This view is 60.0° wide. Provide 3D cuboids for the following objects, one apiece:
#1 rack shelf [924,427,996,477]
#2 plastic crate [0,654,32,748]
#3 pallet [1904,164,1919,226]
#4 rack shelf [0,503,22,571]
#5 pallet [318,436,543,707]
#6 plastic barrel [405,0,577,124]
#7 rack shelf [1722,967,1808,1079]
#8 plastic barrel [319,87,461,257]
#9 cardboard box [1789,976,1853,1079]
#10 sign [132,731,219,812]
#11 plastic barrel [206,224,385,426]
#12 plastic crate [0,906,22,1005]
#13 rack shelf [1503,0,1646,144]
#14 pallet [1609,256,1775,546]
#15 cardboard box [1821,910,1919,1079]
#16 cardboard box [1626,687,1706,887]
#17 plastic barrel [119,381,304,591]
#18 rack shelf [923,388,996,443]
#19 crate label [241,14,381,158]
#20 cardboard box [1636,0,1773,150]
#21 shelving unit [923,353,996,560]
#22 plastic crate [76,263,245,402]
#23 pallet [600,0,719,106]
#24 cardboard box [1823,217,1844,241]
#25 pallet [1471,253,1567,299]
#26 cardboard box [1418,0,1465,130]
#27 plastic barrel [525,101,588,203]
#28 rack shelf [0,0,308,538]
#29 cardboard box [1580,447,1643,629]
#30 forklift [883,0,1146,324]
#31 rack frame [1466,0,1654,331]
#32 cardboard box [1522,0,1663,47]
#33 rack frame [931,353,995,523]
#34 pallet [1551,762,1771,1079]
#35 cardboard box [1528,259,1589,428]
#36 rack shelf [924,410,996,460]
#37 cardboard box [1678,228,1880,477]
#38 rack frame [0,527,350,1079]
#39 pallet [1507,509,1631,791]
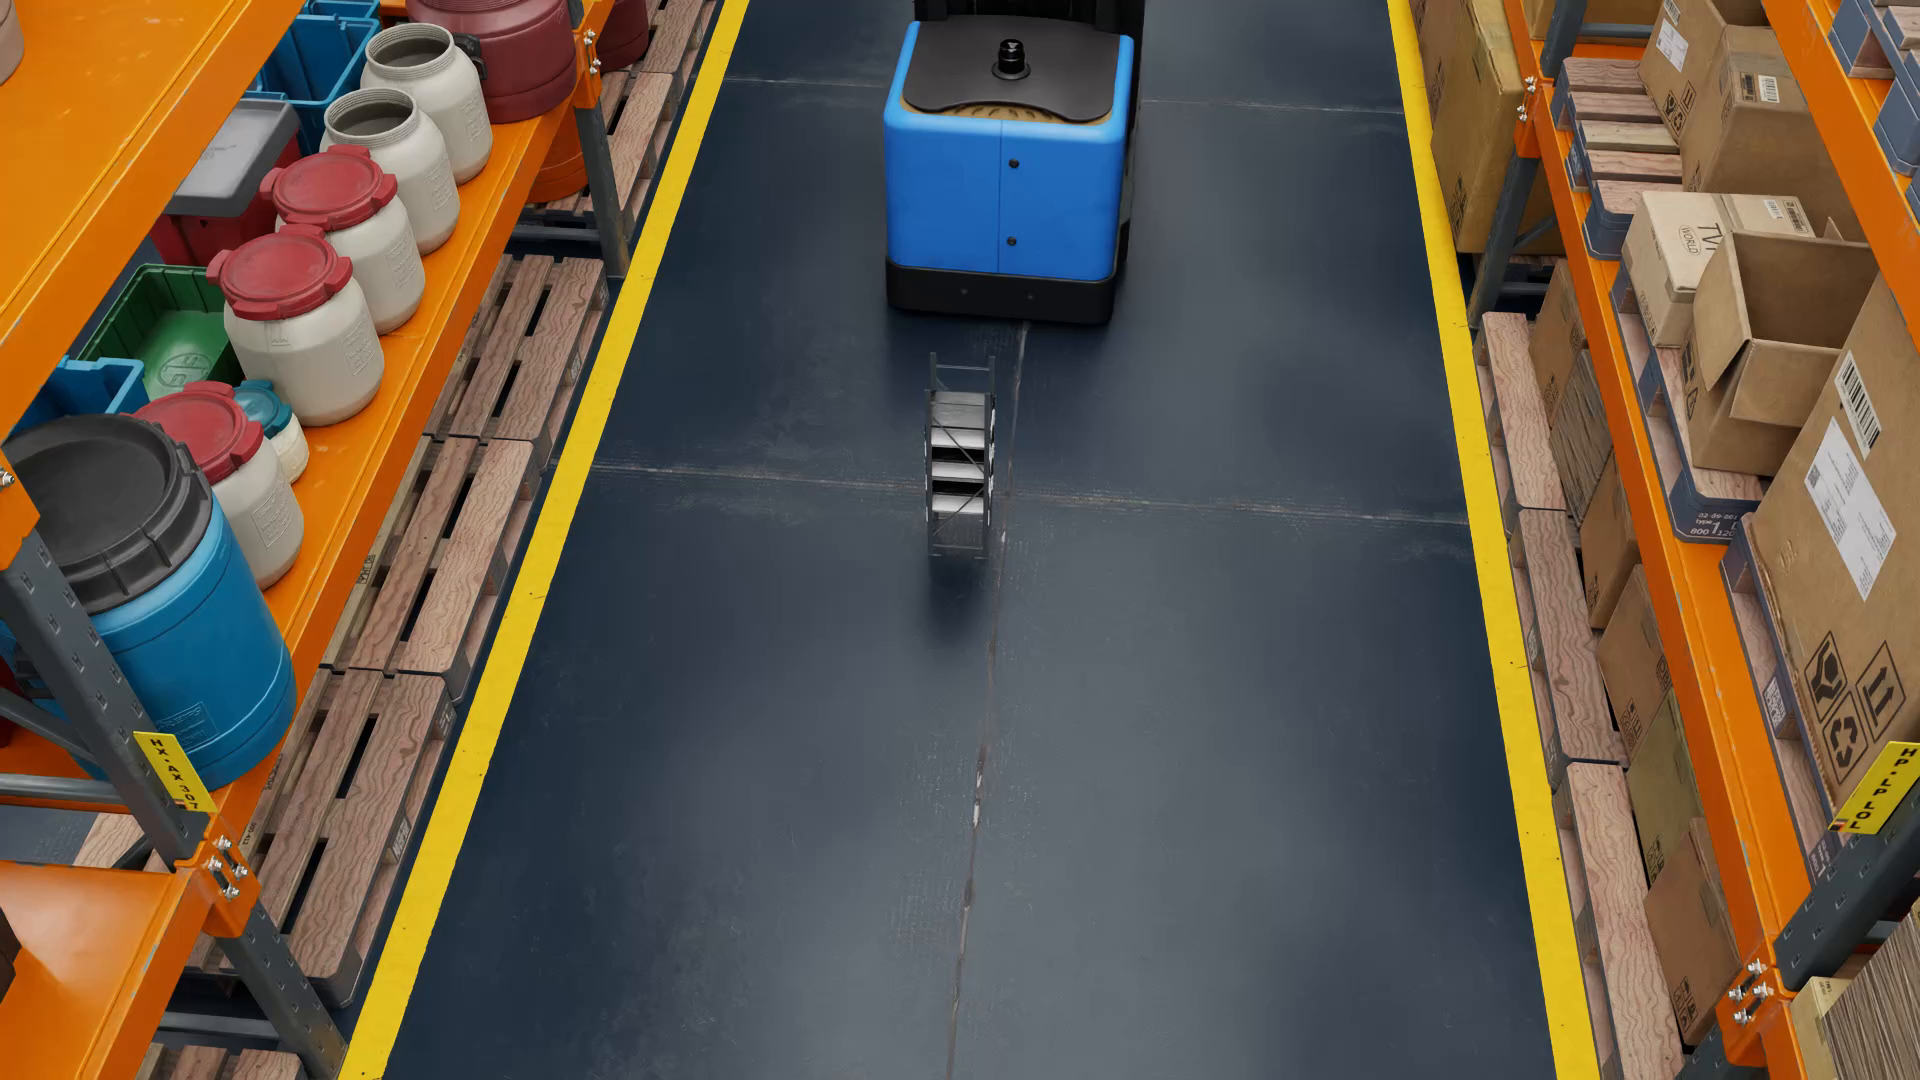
[{"bbox_3d":[0.001,-0.348,6.408,0.258,0.077,0.200,4,48,4],"label":"rack shelf"},{"bbox_3d":[-2.710,0.216,4.502,0.402,0.464,0.583,4,48,4],"label":"plastic crate"},{"bbox_3d":[2.646,-0.448,3.247,1.213,0.211,1.003,4,48,4],"label":"pallet"},{"bbox_3d":[-2.631,1.314,1.996,1.077,0.370,4.000,4,48,4],"label":"rack shelf"},{"bbox_3d":[-2.307,0.077,6.563,1.003,0.211,1.213,4,48,4],"label":"pallet"},{"bbox_3d":[-1.825,-2.010,6.489,0.600,0.536,0.708,4,48,4],"label":"plastic barrel"},{"bbox_3d":[2.301,2.660,2.798,1.077,0.370,4.000,4,48,4],"label":"rack shelf"},{"bbox_3d":[-2.004,-1.283,5.841,0.421,0.512,0.421,0,48,0],"label":"plastic barrel"},{"bbox_3d":[2.164,1.170,3.843,0.380,0.149,0.250,4,48,4],"label":"cardboard box"},{"bbox_3d":[-1.902,0.566,4.038,0.100,0.325,0.005,4,48,4],"label":"sign"},{"bbox_3d":[-2.076,-0.659,5.254,0.433,0.535,0.433,0,48,0],"label":"plastic barrel"},{"bbox_3d":[-2.623,1.011,3.860,0.767,0.338,0.504,4,48,4],"label":"plastic crate"},{"bbox_3d":[3.030,-3.219,8.175,1.077,0.370,4.000,4,48,4],"label":"rack shelf"},{"bbox_3d":[2.708,-0.470,5.303,1.003,0.211,1.213,4,48,4],"label":"pallet"},{"bbox_3d":[2.381,1.140,3.431,0.875,0.500,0.500,4,48,4],"label":"cardboard box"},{"bbox_3d":[2.623,0.844,5.367,0.700,0.500,0.500,4,48,3],"label":"cardboard box"},{"bbox_3d":[-2.143,-0.120,4.761,0.433,0.535,0.433,0,48,0],"label":"plastic barrel"},{"bbox_3d":[0.001,-0.469,6.275,0.258,0.077,0.200,4,48,4],"label":"rack shelf"},{"bbox_3d":[-2.444,-1.625,6.206,0.502,0.435,0.616,4,48,4],"label":"crate label"},{"bbox_3d":[2.839,-1.768,6.008,0.500,0.500,0.500,-1,48,-1],"label":"cardboard box"},{"bbox_3d":[0.001,-0.310,6.449,0.258,0.900,0.210,4,48,4],"label":"shelving unit"},{"bbox_3d":[-2.571,-0.613,5.447,0.450,0.188,0.662,4,48,4],"label":"plastic crate"},{"bbox_3d":[-1.940,-2.860,9.249,1.003,0.211,1.213,4,48,4],"label":"pallet"},{"bbox_3d":[2.965,-0.845,5.322,0.396,0.266,0.258,3,48,2],"label":"cardboard box"},{"bbox_3d":[2.995,-1.625,8.119,1.003,0.211,1.213,4,48,4],"label":"pallet"},{"bbox_3d":[3.020,-2.577,8.255,1.225,0.875,0.875,4,48,4],"label":"cardboard box"},{"bbox_3d":[-2.057,-2.095,7.845,0.600,0.830,0.708,4,48,4],"label":"plastic barrel"},{"bbox_3d":[-2.267,-1.625,4.684,1.077,0.370,4.000,4,48,4],"label":"rack shelf"},{"bbox_3d":[2.724,0.022,6.118,0.700,0.500,0.500,7,48,7],"label":"cardboard box"},{"bbox_3d":[0.359,-3.071,7.598,1.130,2.935,3.031,5,48,5],"label":"forklift"},{"bbox_3d":[2.848,-1.992,6.565,1.000,3.000,0.127,4,48,4],"label":"rack frame"},{"bbox_3d":[2.646,-2.405,6.875,0.500,0.500,0.500,5,48,5],"label":"cardboard box"},{"bbox_3d":[0.010,-0.384,6.518,0.240,0.900,0.006,4,48,4],"label":"rack frame"},{"bbox_3d":[2.553,1.316,5.429,1.003,0.211,1.213,4,48,4],"label":"pallet"},{"bbox_3d":[2.807,-0.803,6.874,0.700,0.500,0.500,2,48,1],"label":"cardboard box"},{"bbox_3d":[0.001,-0.409,6.341,0.258,0.077,0.200,4,48,4],"label":"rack shelf"},{"bbox_3d":[2.549,-0.509,4.854,0.797,0.503,0.637,8,48,8],"label":"cardboard box"},{"bbox_3d":[-2.449,0.614,4.181,1.000,3.000,0.127,4,48,4],"label":"rack frame"},{"bbox_3d":[2.662,0.417,6.251,1.003,0.211,1.213,4,48,4],"label":"pallet"}]
